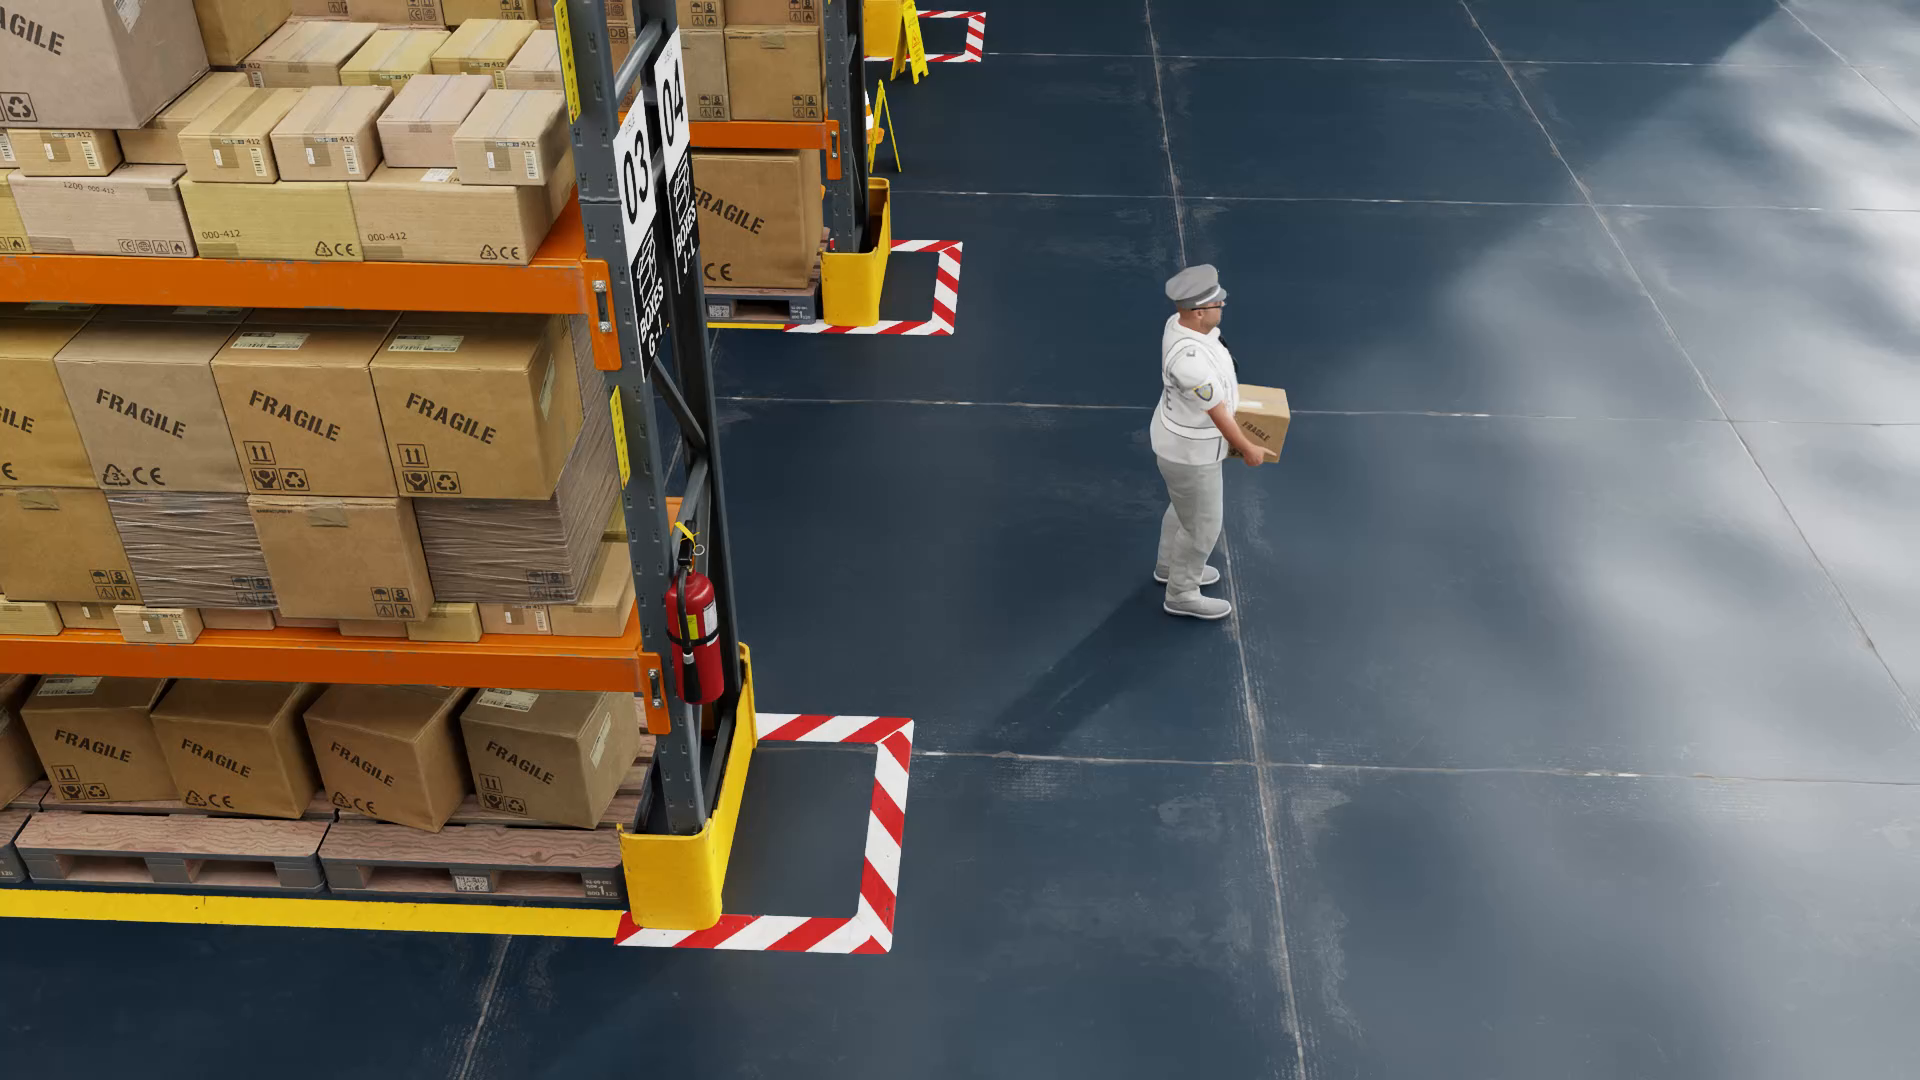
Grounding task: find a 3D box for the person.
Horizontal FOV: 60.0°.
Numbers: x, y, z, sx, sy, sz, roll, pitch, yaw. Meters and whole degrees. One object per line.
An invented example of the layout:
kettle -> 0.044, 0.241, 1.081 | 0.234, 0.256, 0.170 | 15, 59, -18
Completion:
person -> 1.168, -0.450, 7.731 | 0.565, 1.770, 0.492 | 2, 35, 2
